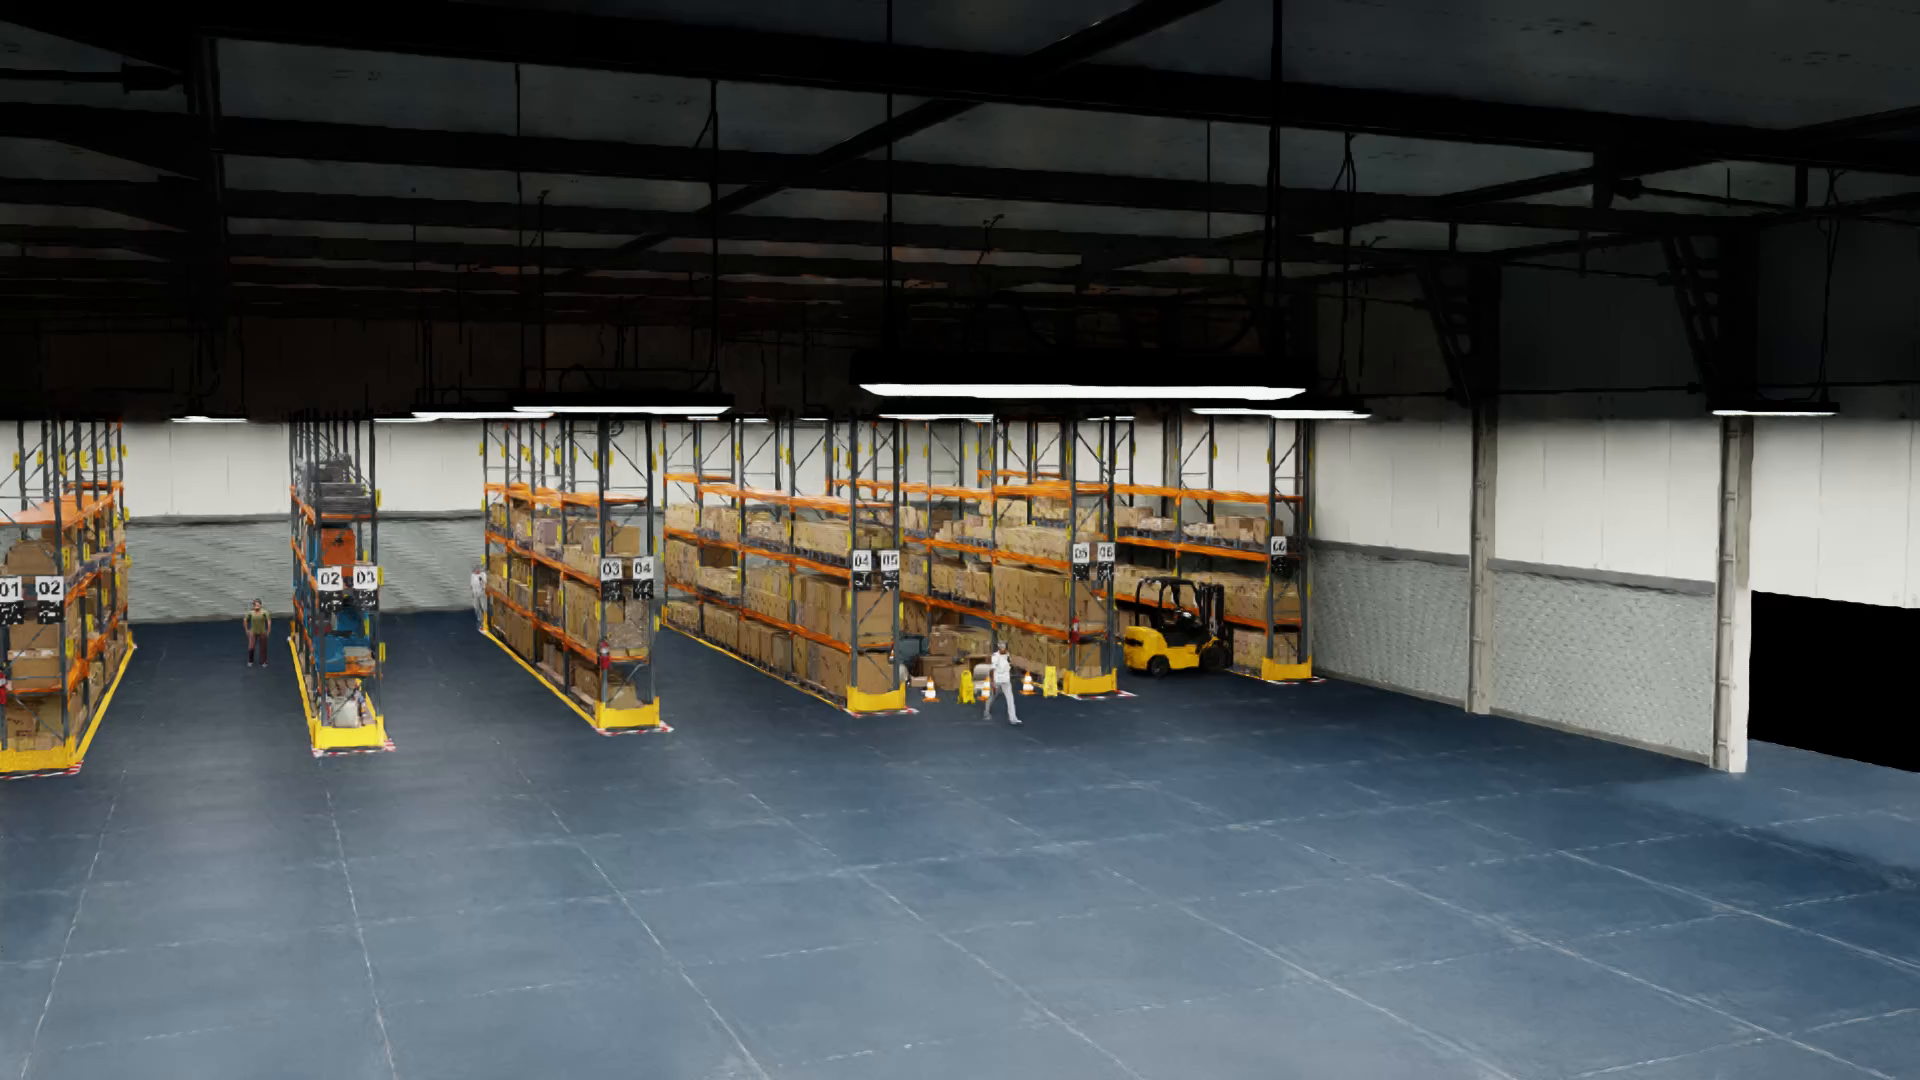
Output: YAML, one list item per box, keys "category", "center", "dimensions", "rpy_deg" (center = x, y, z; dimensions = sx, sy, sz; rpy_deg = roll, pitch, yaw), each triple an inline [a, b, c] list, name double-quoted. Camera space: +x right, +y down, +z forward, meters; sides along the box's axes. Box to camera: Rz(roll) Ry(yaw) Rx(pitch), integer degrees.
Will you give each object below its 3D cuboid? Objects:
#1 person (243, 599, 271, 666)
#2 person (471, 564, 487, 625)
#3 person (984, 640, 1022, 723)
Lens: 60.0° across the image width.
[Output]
- category: "person"
  center: [-16.530, 2.181, 39.132]
  dimensions: [0.598, 1.619, 0.507]
  rpy_deg: [-2, 4, -24]
- category: "person"
  center: [-13.640, 1.533, 47.400]
  dimensions: [0.603, 1.748, 0.538]
  rpy_deg: [1, 4, 13]
- category: "person"
  center: [0.779, 2.685, 31.755]
  dimensions: [0.455, 1.587, 1.088]
  rpy_deg: [-2, 4, -25]
